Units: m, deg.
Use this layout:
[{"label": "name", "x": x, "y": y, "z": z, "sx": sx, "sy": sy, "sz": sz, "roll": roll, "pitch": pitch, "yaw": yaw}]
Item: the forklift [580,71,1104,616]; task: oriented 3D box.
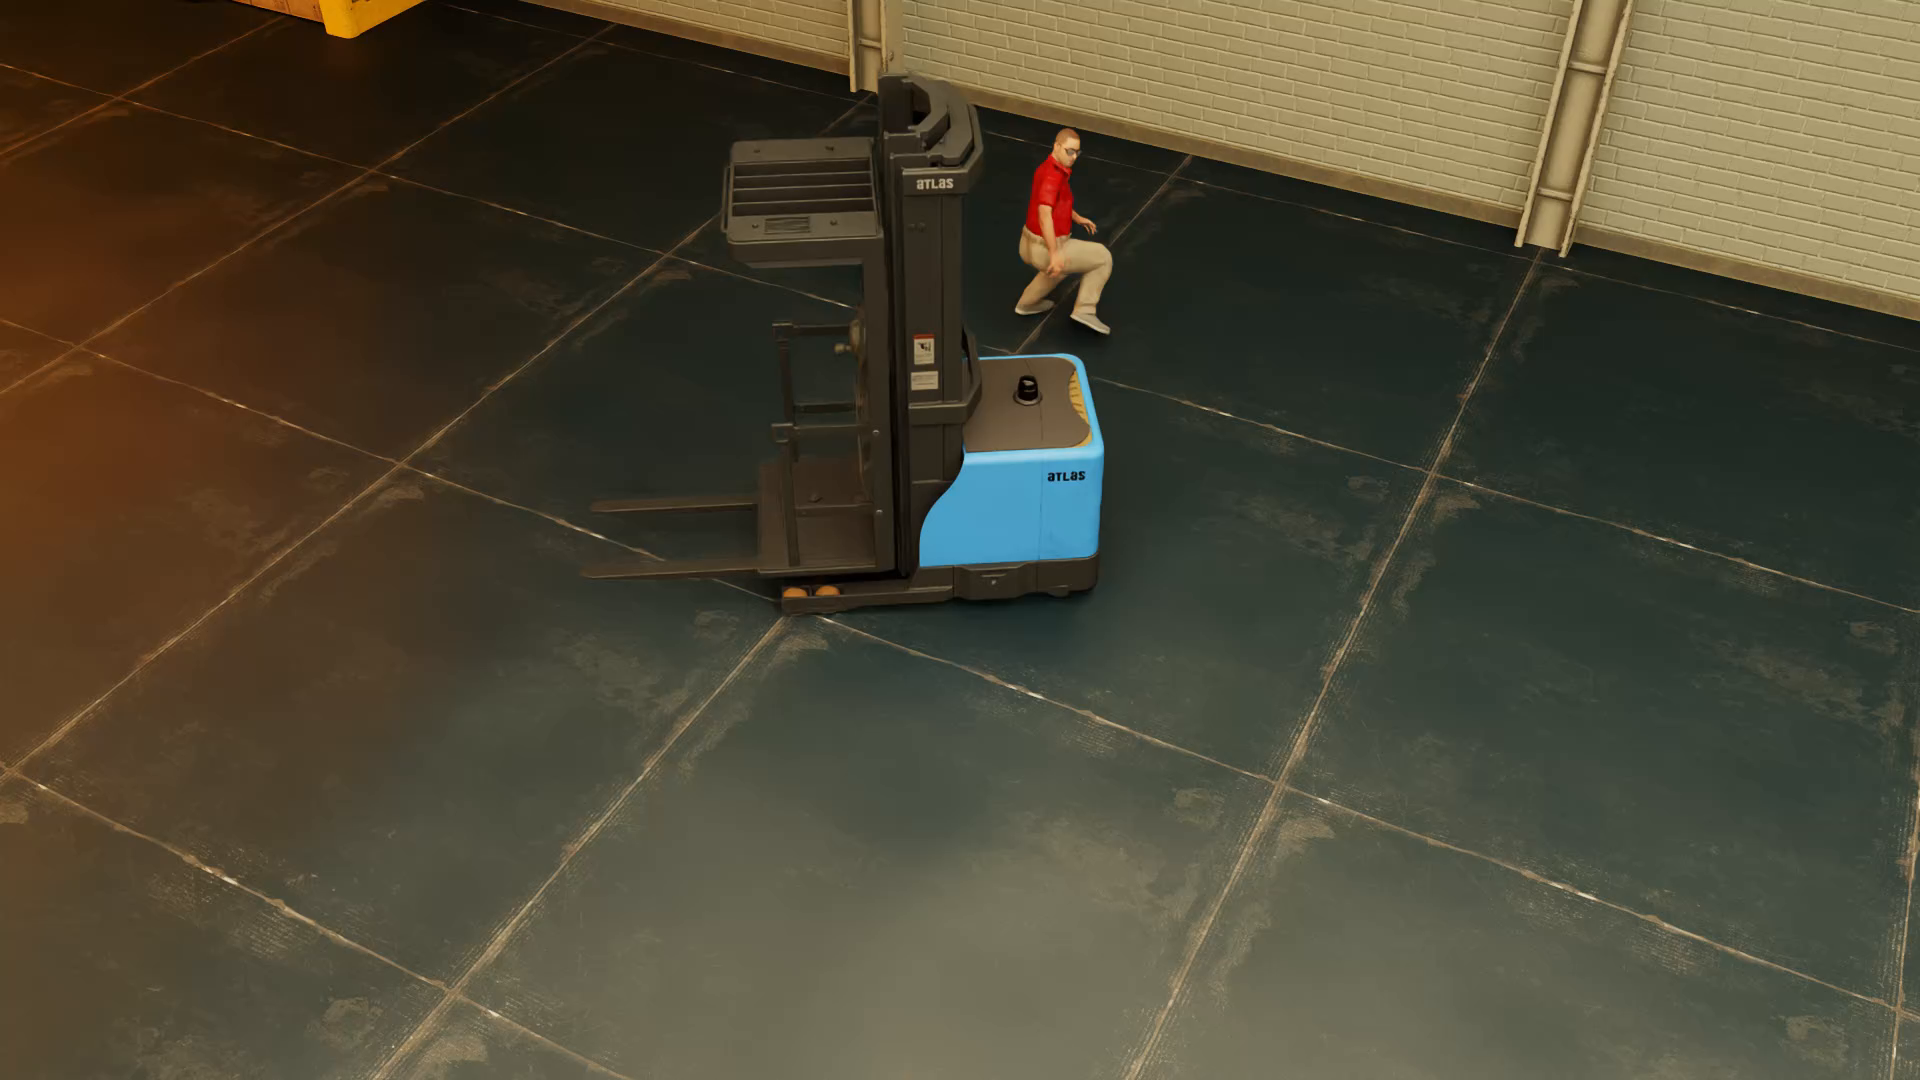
[{"label": "forklift", "x": -0.727, "y": -1.034, "z": 9.214, "sx": 3.031, "sy": 2.935, "sz": 1.130, "roll": -3, "pitch": 40, "yaw": -4}]

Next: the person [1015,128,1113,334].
[{"label": "person", "x": 0.755, "y": -2.127, "z": 11.659, "sx": 0.691, "sy": 1.507, "sz": 0.792, "roll": -14, "pitch": 42, "yaw": -16}]
